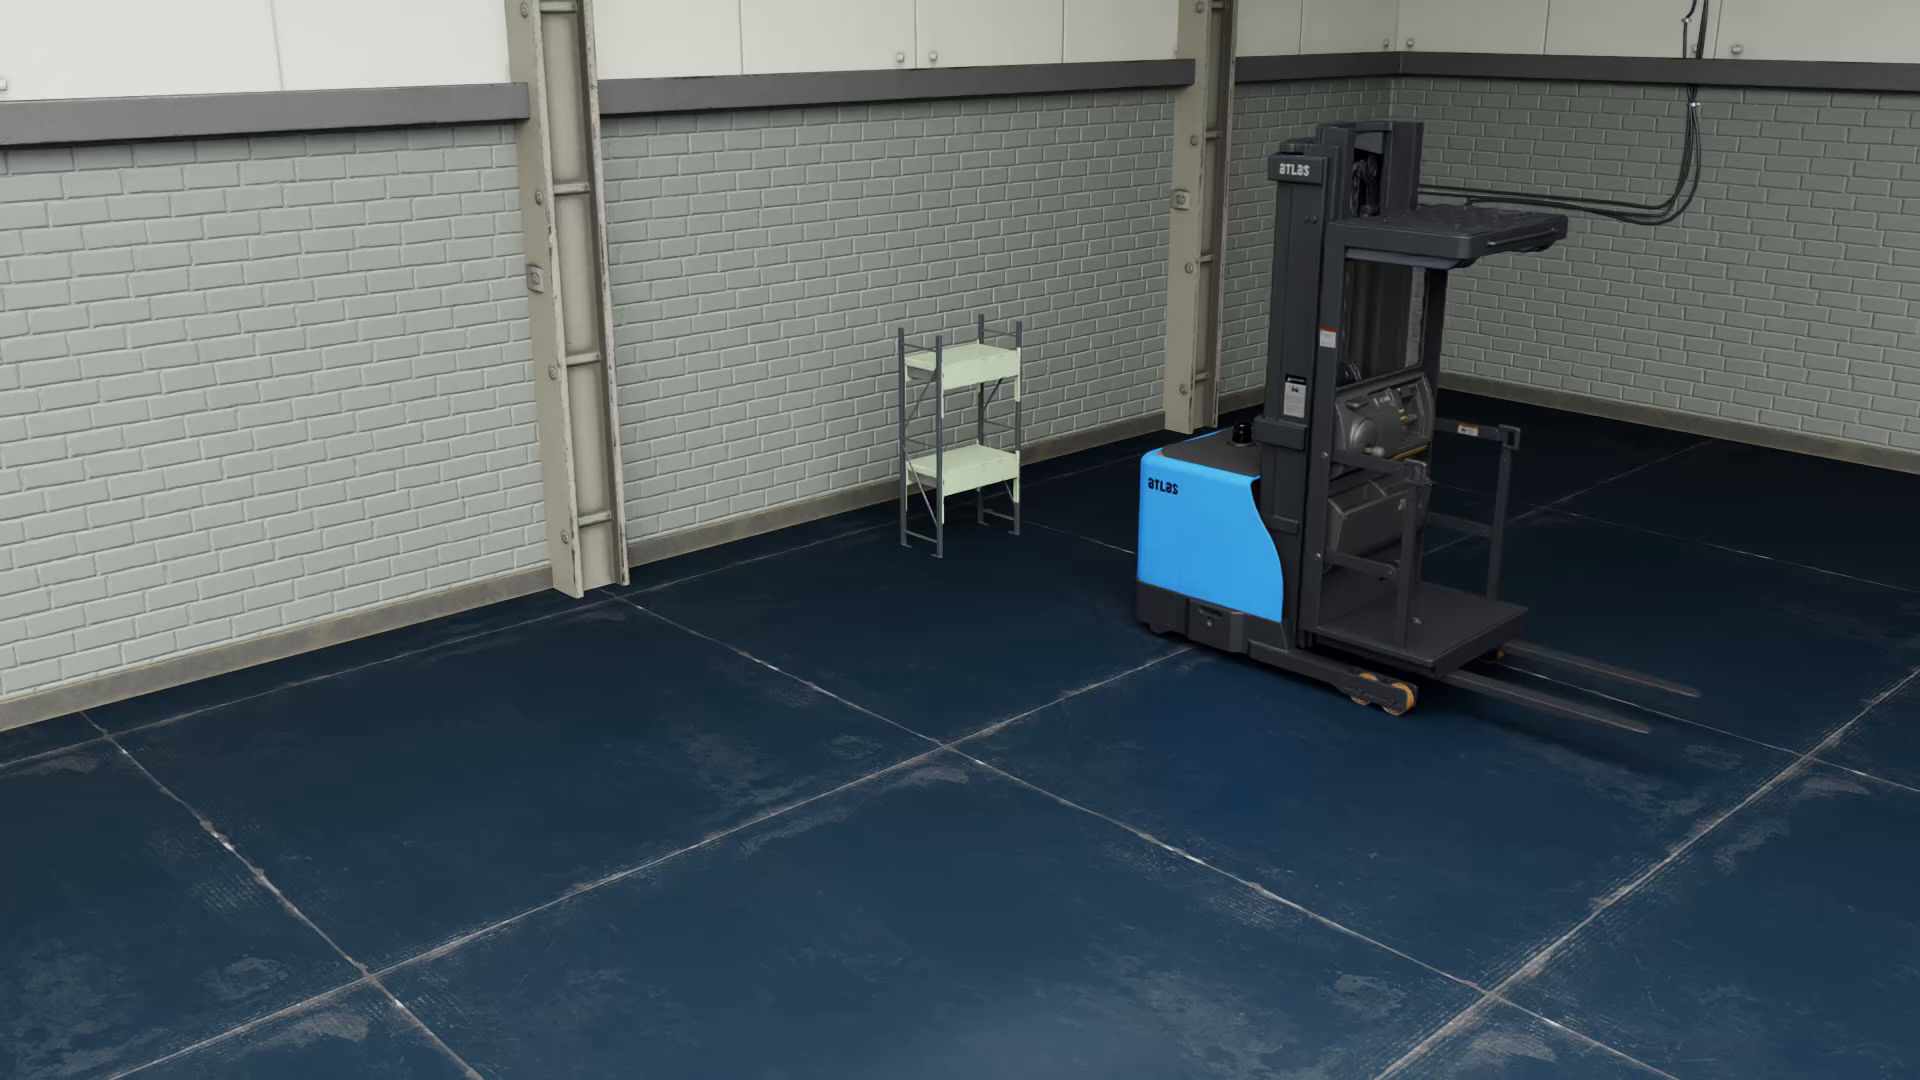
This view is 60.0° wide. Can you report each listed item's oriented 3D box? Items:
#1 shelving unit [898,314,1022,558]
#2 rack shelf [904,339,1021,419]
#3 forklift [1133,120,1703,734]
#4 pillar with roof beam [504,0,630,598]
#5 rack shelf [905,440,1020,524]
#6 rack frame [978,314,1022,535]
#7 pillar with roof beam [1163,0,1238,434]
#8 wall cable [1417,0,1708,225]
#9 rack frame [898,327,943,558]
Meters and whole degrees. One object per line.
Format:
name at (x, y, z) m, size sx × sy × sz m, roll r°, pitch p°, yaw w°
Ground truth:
shelving unit at (0.005, -0.715, 11.258) m, size 0.755 × 1.500 × 0.431 m, roll -16°, pitch 24°, yaw -41°
rack shelf at (0.005, -1.086, 11.137) m, size 0.720 × 0.370 × 0.431 m, roll -16°, pitch 24°, yaw -41°
forklift at (2.429, -0.662, 8.773) m, size 3.031 × 2.935 × 1.130 m, roll 17°, pitch 24°, yaw 42°
pillar with roof beam at (0.605, -3.029, 6.235) m, size 0.400 × 9.000 × 9.100 m, roll -16°, pitch 24°, yaw -41°
rack shelf at (0.005, -0.405, 11.358) m, size 0.720 × 0.370 × 0.431 m, roll -16°, pitch 24°, yaw -41°
rack frame at (0.271, -0.792, 11.497) m, size 0.023 × 1.500 × 0.400 m, roll -16°, pitch 24°, yaw -41°
pillar with roof beam at (4.964, -4.300, 10.156) m, size 0.400 × 9.000 × 9.100 m, roll -16°, pitch 24°, yaw -41°
wall cable at (5.056, -4.116, 14.622) m, size 0.112 × 2.526 × 3.097 m, roll -16°, pitch 24°, yaw -41°
rack frame at (-0.261, -0.637, 11.019) m, size 0.023 × 1.500 × 0.400 m, roll -16°, pitch 24°, yaw -41°
